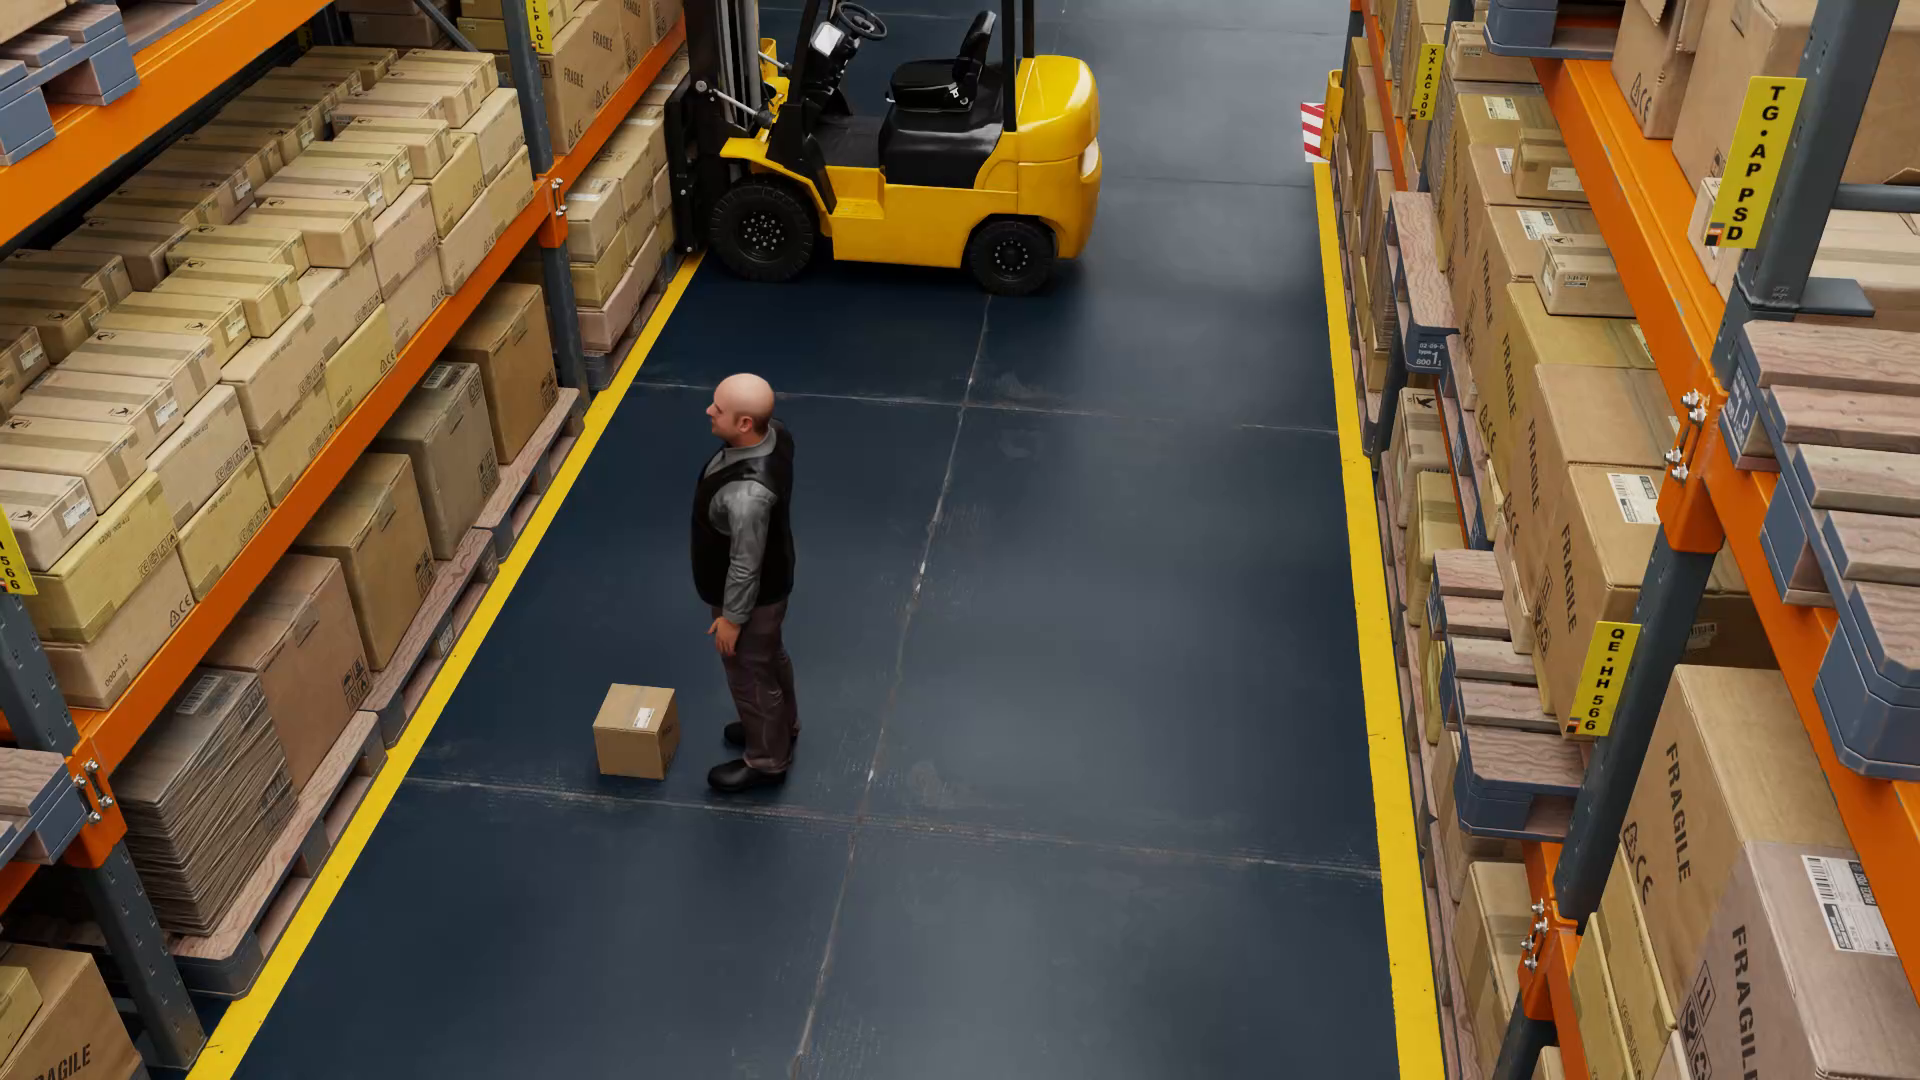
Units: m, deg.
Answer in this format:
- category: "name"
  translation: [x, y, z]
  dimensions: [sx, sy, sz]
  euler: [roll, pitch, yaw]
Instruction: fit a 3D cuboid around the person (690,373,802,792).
- category: "person"
  translation: [-0.764, 0.171, 5.904]
  dimensions: [0.387, 1.735, 0.553]
  euler: [0, 36, 0]
